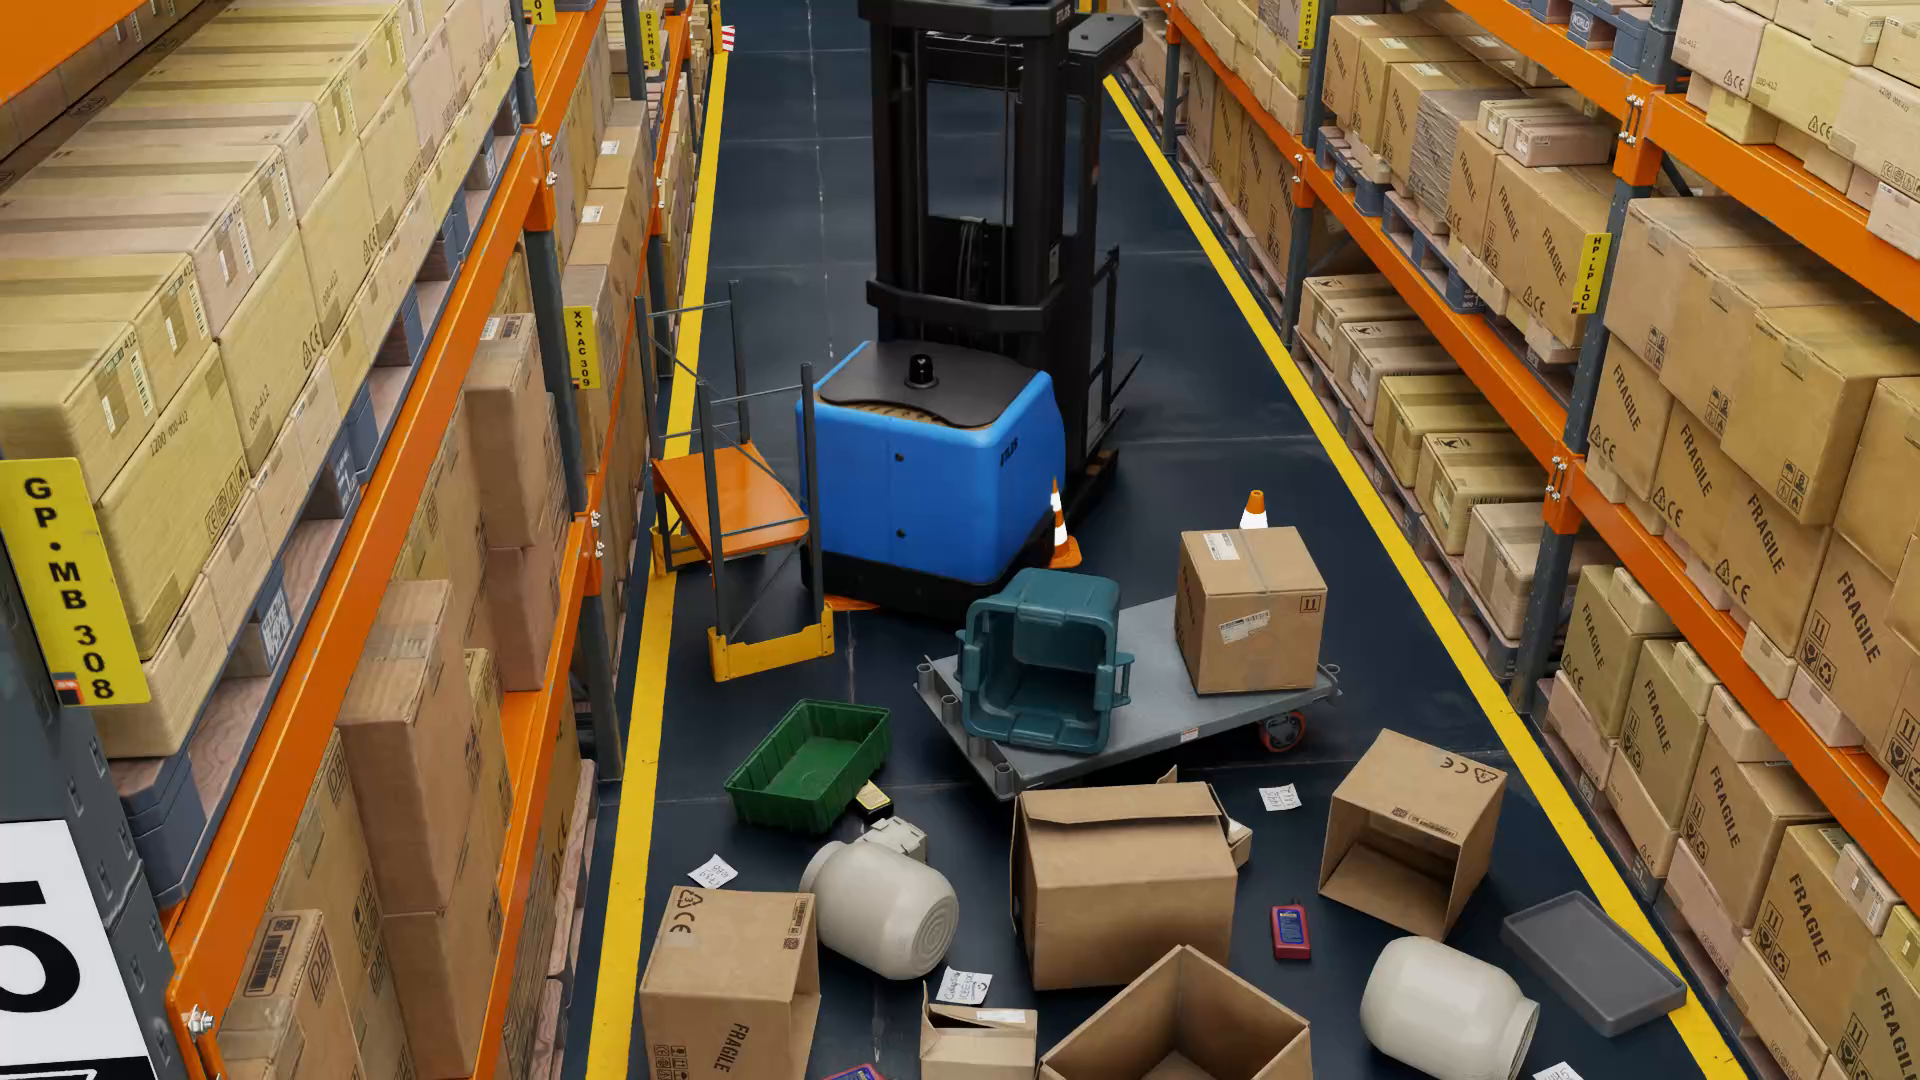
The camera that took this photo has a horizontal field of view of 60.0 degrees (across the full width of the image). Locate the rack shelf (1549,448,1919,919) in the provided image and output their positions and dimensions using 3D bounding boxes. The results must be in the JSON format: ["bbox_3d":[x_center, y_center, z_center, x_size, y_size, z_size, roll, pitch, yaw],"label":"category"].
[{"bbox_3d":[3.172,0.773,5.232,1.077,0.370,4.000,-3,31,-5],"label":"rack shelf"}]

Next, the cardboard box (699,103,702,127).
[{"bbox_3d":[-2.420,-3.646,14.300,0.380,0.149,0.250,-2,31,-3],"label":"cardboard box"}]

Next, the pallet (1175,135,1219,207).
[{"bbox_3d":[2.385,-3.054,13.657,1.003,0.211,1.213,-3,31,-5],"label":"pallet"}]

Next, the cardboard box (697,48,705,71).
[{"bbox_3d":[-2.551,-4.423,15.311,0.380,0.149,0.250,-2,31,-4],"label":"cardboard box"}]

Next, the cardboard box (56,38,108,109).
[{"bbox_3d":[-2.096,-1.035,3.593,0.380,0.149,0.250,-3,31,-5],"label":"cardboard box"}]

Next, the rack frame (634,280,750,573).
[{"bbox_3d":[-1.281,-0.534,8.181,0.500,1.500,0.032,-13,33,-21],"label":"rack frame"}]

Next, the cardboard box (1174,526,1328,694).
[{"bbox_3d":[1.216,0.292,7.036,0.500,0.500,0.500,-3,31,-5],"label":"cardboard box"}]

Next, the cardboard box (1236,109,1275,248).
[{"bbox_3d":[2.550,-2.680,11.973,0.875,0.875,0.875,-2,31,-4],"label":"cardboard box"}]

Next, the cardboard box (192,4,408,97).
[{"bbox_3d":[-1.440,-1.067,3.646,0.380,0.149,0.250,-2,31,-4],"label":"cardboard box"}]

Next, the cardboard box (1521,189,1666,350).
[{"bbox_3d":[2.713,-1.133,6.924,0.500,0.500,0.500,-3,31,-6],"label":"cardboard box"}]

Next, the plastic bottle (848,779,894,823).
[{"bbox_3d":[-0.405,1.062,6.912,0.133,0.061,0.283,-20,36,-30],"label":"plastic bottle"}]

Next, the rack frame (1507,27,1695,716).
[{"bbox_3d":[2.985,-0.557,6.757,1.000,3.000,0.127,-3,31,-5],"label":"rack frame"}]

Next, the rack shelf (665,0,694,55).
[{"bbox_3d":[-2.868,-5.065,15.006,1.077,0.370,4.000,-3,31,-5],"label":"rack shelf"}]

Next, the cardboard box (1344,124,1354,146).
[{"bbox_3d":[2.450,-2.351,9.596,0.380,0.149,0.250,-5,31,-8],"label":"cardboard box"}]

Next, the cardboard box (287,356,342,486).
[{"bbox_3d":[-1.344,-0.207,2.984,0.380,0.149,0.250,-3,31,-4],"label":"cardboard box"}]

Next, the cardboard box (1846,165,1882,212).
[{"bbox_3d":[2.870,-1.042,4.889,0.380,0.149,0.250,-4,31,-6],"label":"cardboard box"}]

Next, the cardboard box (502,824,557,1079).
[{"bbox_3d":[-1.857,1.248,5.398,0.875,0.875,0.875,-3,31,-4],"label":"cardboard box"}]

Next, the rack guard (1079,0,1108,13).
[{"bbox_3d":[1.862,-5.623,17.676,1.175,0.500,0.348,-3,31,-5],"label":"rack guard"}]

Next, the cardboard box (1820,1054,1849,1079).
[{"bbox_3d":[2.975,1.821,5.049,0.500,0.250,0.500,-3,31,-4],"label":"cardboard box"}]

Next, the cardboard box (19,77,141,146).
[{"bbox_3d":[-2.023,-0.806,3.598,0.500,0.250,0.500,-2,31,-4],"label":"cardboard box"}]

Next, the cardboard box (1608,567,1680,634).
[{"bbox_3d":[2.723,0.224,6.359,0.380,0.149,0.250,-2,31,-4],"label":"cardboard box"}]

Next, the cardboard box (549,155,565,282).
[{"bbox_3d":[-2.036,-1.256,6.855,0.700,0.500,0.500,-3,31,-5],"label":"cardboard box"}]

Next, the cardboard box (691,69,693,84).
[{"bbox_3d":[-2.474,-3.894,14.134,0.380,0.149,0.250,-1,31,-2],"label":"cardboard box"}]

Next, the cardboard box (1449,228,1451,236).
[{"bbox_3d":[2.659,-1.540,8.238,0.380,0.149,0.250,-4,31,-6],"label":"cardboard box"}]

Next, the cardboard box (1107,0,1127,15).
[{"bbox_3d":[2.025,-5.432,17.008,0.875,0.438,0.875,-4,31,-6],"label":"cardboard box"}]

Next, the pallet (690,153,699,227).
[{"bbox_3d":[-2.607,-2.758,13.162,1.003,0.211,1.213,-3,31,-5],"label":"pallet"}]

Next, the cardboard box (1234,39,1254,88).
[{"bbox_3d":[2.211,-3.299,11.493,0.500,0.250,0.500,-3,31,-5],"label":"cardboard box"}]

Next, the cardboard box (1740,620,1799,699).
[{"bbox_3d":[2.805,0.381,5.433,0.380,0.149,0.250,-3,31,-4],"label":"cardboard box"}]

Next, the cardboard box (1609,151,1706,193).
[{"bbox_3d":[3.179,-1.417,7.400,0.500,0.500,0.500,-3,31,-4],"label":"cardboard box"}]

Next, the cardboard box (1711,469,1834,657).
[{"bbox_3d":[2.853,0.022,5.400,0.500,0.500,0.500,-3,31,-5],"label":"cardboard box"}]

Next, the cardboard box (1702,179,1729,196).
[{"bbox_3d":[3.293,-1.444,6.812,0.380,0.149,0.250,-3,31,-5],"label":"cardboard box"}]

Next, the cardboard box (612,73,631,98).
[{"bbox_3d":[-2.153,-2.767,10.003,0.380,0.149,0.250,-1,31,-2],"label":"cardboard box"}]

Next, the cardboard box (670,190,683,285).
[{"bbox_3d":[-2.170,-2.048,11.281,0.500,0.500,0.500,-2,31,-4],"label":"cardboard box"}]

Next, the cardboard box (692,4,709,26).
[{"bbox_3d":[-2.636,-5.091,16.139,0.380,0.149,0.250,-3,31,-6],"label":"cardboard box"}]

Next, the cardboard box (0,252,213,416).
[{"bbox_3d":[-1.297,-0.285,2.338,0.380,0.149,0.250,-3,31,-4],"label":"cardboard box"}]

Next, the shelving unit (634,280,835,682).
[{"bbox_3d":[-1.076,-0.300,7.790,0.587,1.500,1.083,-13,33,-21],"label":"shelving unit"}]

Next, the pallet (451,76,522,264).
[{"bbox_3d":[-1.868,-1.100,4.827,1.003,0.211,1.213,-3,31,-5],"label":"pallet"}]

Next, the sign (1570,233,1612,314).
[{"bbox_3d":[2.433,-1.026,6.413,0.100,0.325,0.005,-3,31,-5],"label":"sign"}]

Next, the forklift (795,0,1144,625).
[{"bbox_3d":[0.242,-1.584,8.544,1.130,2.935,3.031,12,33,19],"label":"forklift"}]

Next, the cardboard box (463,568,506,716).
[{"bbox_3d":[-1.880,0.416,4.982,0.875,0.550,0.550,-3,31,-5],"label":"cardboard box"}]

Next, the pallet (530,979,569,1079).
[{"bbox_3d":[-1.824,1.945,5.288,1.003,0.211,1.213,-3,31,-5],"label":"pallet"}]

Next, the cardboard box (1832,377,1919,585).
[{"bbox_3d":[2.995,-0.141,4.698,0.700,0.500,0.500,-3,31,-5],"label":"cardboard box"}]

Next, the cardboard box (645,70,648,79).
[{"bbox_3d":[-2.226,-3.033,10.739,0.380,0.149,0.250,-1,31,-2],"label":"cardboard box"}]

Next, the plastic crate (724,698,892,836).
[{"bbox_3d":[-0.613,0.940,6.937,0.450,0.188,0.662,4,30,26],"label":"plastic crate"}]

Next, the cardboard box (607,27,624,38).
[{"bbox_3d":[-2.186,-3.021,10.137,0.380,0.149,0.250,-4,31,-6],"label":"cardboard box"}]

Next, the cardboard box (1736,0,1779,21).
[{"bbox_3d":[2.743,-1.771,5.333,0.380,0.149,0.250,-2,31,-3],"label":"cardboard box"}]

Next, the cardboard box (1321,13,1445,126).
[{"bbox_3d":[2.423,-2.709,9.564,0.500,0.500,0.500,-4,31,-6],"label":"cardboard box"}]

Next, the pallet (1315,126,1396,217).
[{"bbox_3d":[2.784,-2.158,9.625,1.213,0.211,1.003,-3,31,-5],"label":"pallet"}]

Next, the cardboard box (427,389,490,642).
[{"bbox_3d":[-1.853,-0.049,4.707,0.875,0.550,0.550,-3,31,-5],"label":"cardboard box"}]

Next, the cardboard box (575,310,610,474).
[{"bbox_3d":[-1.715,-0.593,6.719,0.500,0.500,0.500,-2,31,-4],"label":"cardboard box"}]

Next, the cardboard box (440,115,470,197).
[{"bbox_3d":[-1.486,-0.982,4.282,0.380,0.149,0.250,-2,31,-4],"label":"cardboard box"}]

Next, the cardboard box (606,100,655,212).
[{"bbox_3d":[-1.998,-2.136,9.304,0.500,0.500,0.500,-3,31,-5],"label":"cardboard box"}]

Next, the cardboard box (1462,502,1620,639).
[{"bbox_3d":[2.934,0.123,7.772,0.950,0.372,0.625,-2,31,-4],"label":"cardboard box"}]

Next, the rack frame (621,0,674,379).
[{"bbox_3d":[-2.308,-2.310,9.693,1.000,3.000,0.127,-3,31,-5],"label":"rack frame"}]

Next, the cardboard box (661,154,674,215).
[{"bbox_3d":[-2.178,-2.362,11.076,0.500,0.250,0.500,-3,31,-5],"label":"cardboard box"}]

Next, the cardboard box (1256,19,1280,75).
[{"bbox_3d":[2.262,-3.246,10.918,0.500,0.250,0.500,-4,31,-6],"label":"cardboard box"}]

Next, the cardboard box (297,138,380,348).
[{"bbox_3d":[-1.446,-0.576,3.213,0.500,0.250,0.500,-3,31,-5],"label":"cardboard box"}]

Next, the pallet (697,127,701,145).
[{"bbox_3d":[-2.779,-3.497,14.398,1.003,0.211,1.213,-3,31,-5],"label":"pallet"}]
